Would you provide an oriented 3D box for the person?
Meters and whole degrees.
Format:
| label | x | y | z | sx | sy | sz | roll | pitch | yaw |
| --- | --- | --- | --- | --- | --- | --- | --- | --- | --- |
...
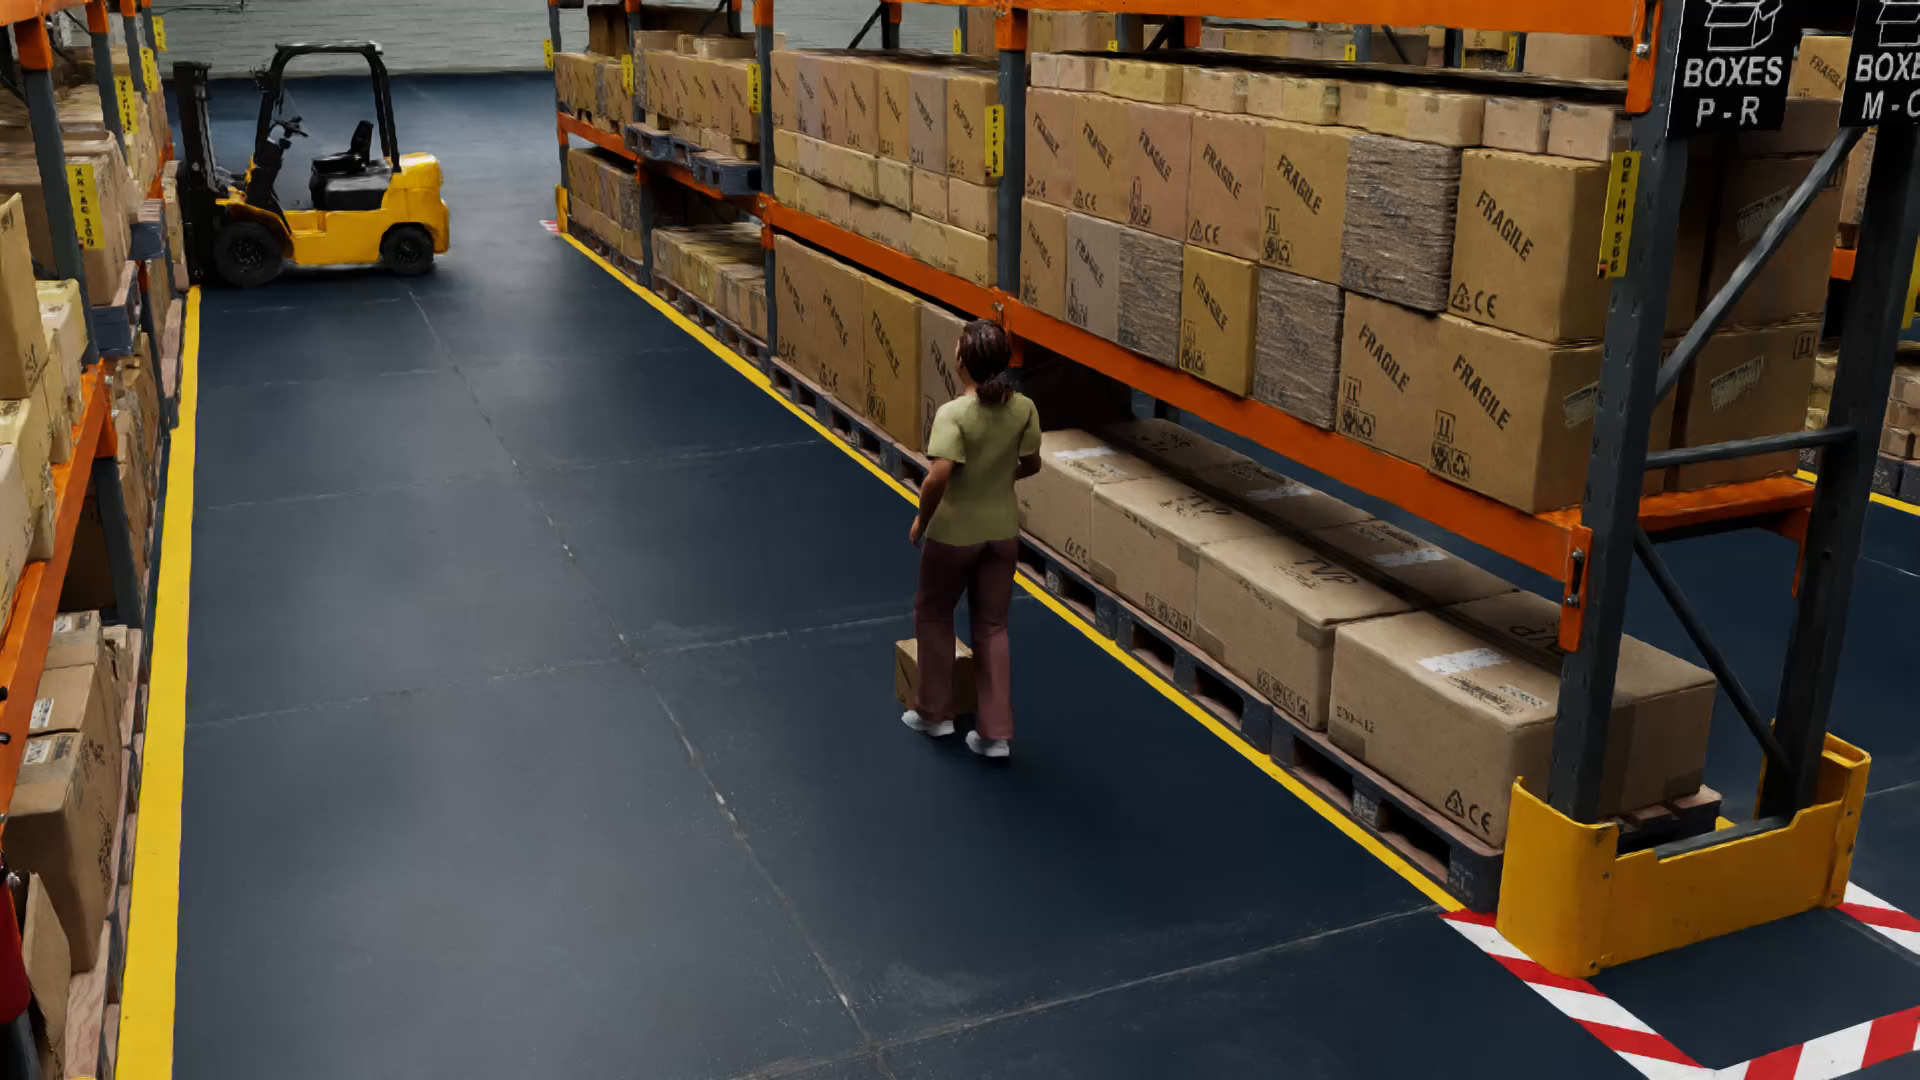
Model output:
| label | x | y | z | sx | sy | sz | roll | pitch | yaw |
| --- | --- | --- | --- | --- | --- | --- | --- | --- | --- |
| person | 0.023 | -0.003 | 6.143 | 0.532 | 1.686 | 0.603 | -7 | 20 | -21 |
